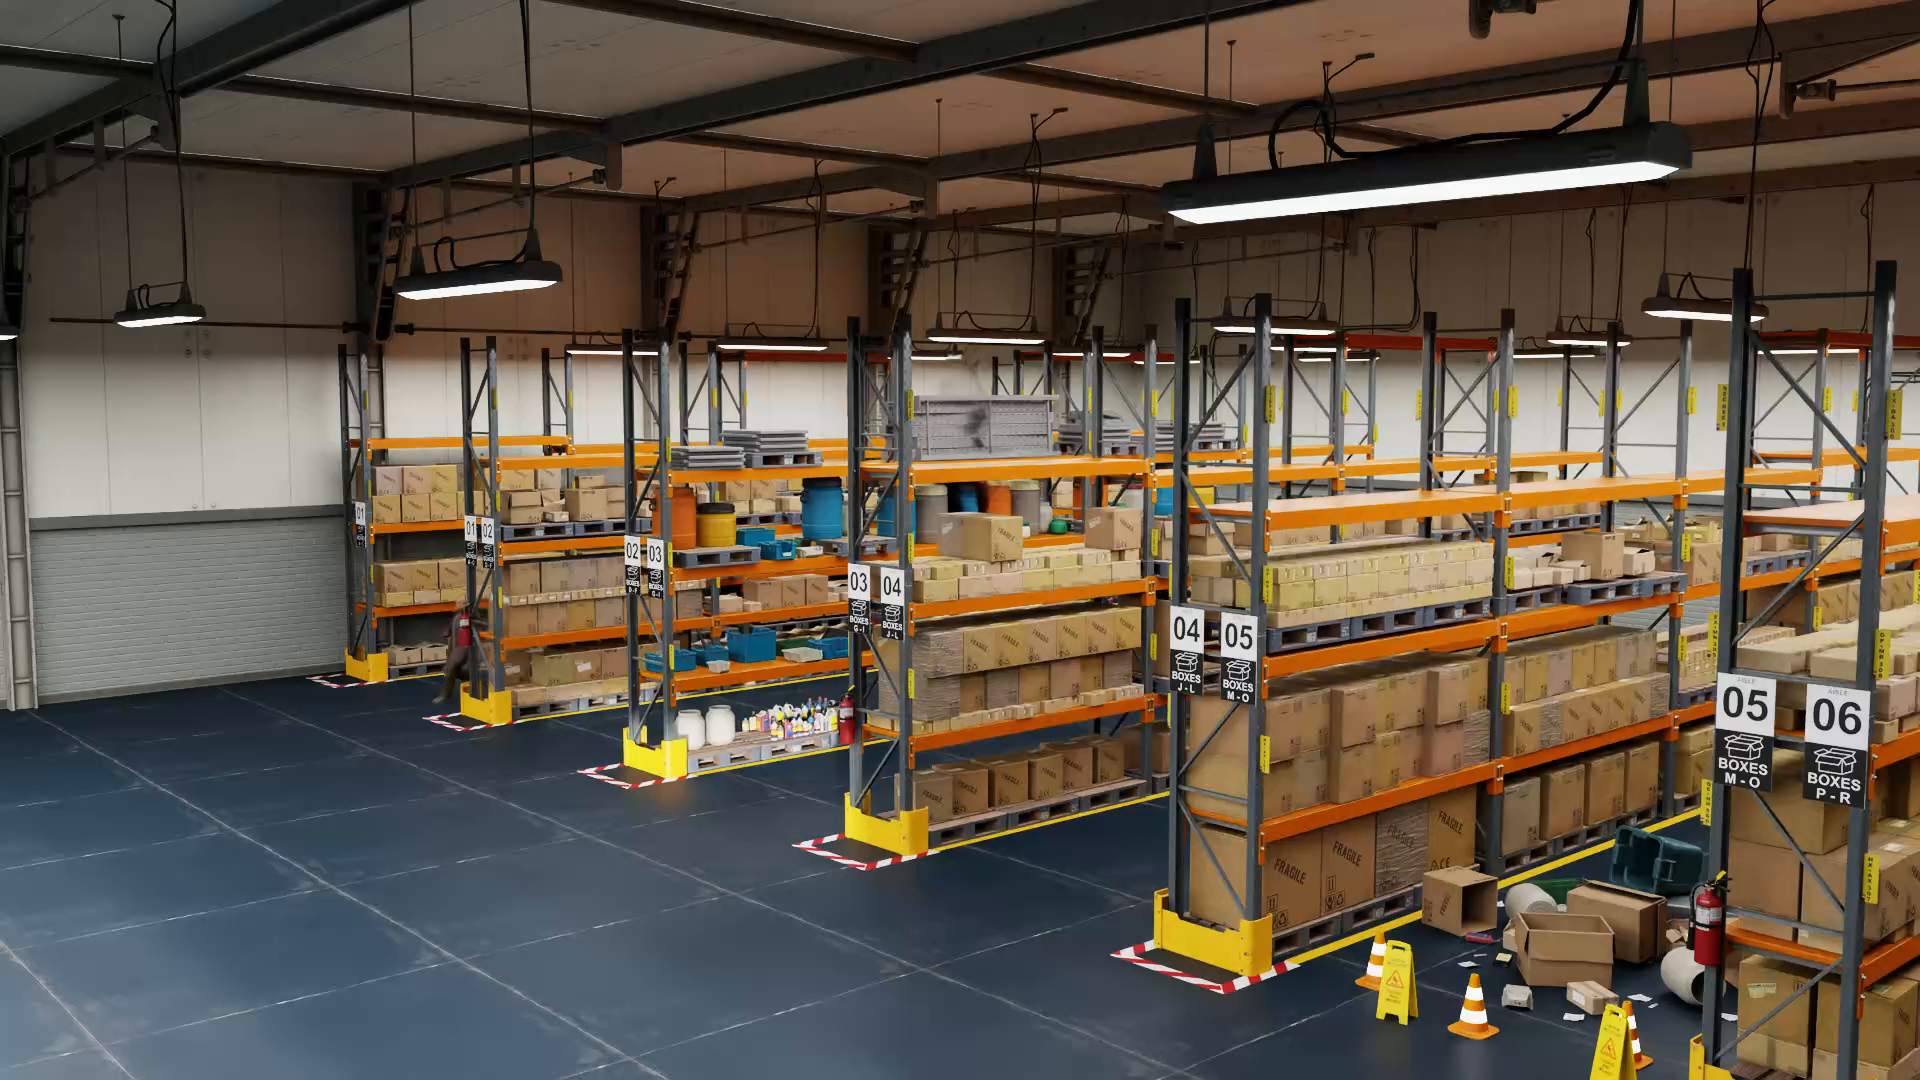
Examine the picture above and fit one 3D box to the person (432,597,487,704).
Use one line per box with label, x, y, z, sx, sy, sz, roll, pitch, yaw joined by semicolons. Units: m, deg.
person;-8.378;1.919;27.656;0.723;1.514;0.997;4;7;41
